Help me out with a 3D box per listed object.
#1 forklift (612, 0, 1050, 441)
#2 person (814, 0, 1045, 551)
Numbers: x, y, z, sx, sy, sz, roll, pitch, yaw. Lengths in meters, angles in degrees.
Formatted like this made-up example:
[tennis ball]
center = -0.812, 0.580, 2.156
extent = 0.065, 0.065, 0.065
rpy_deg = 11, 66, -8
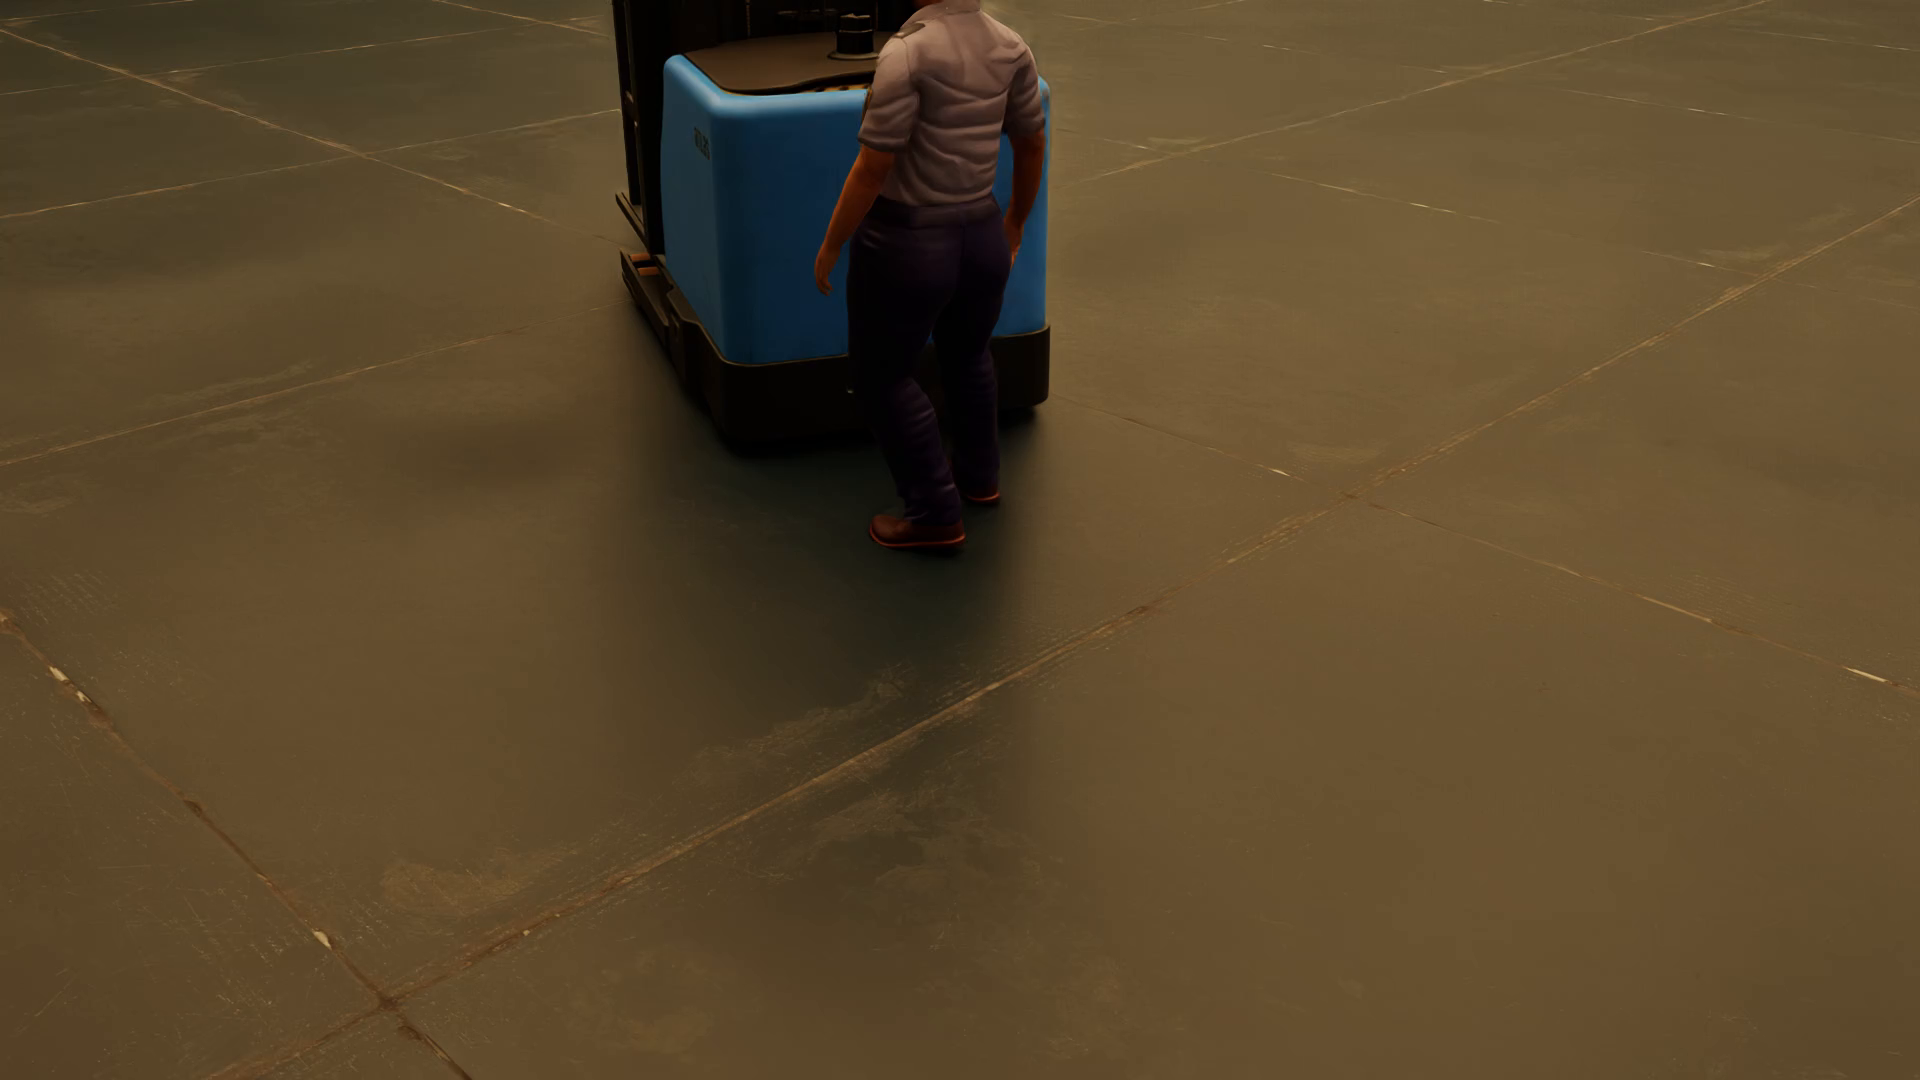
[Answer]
[forklift]
center = -0.683, -2.240, 5.780
extent = 1.130, 2.935, 3.031
rpy_deg = -9, 27, -17
[person]
center = -0.107, -0.760, 4.291
extent = 0.627, 1.620, 0.517
rpy_deg = -20, 33, -35
